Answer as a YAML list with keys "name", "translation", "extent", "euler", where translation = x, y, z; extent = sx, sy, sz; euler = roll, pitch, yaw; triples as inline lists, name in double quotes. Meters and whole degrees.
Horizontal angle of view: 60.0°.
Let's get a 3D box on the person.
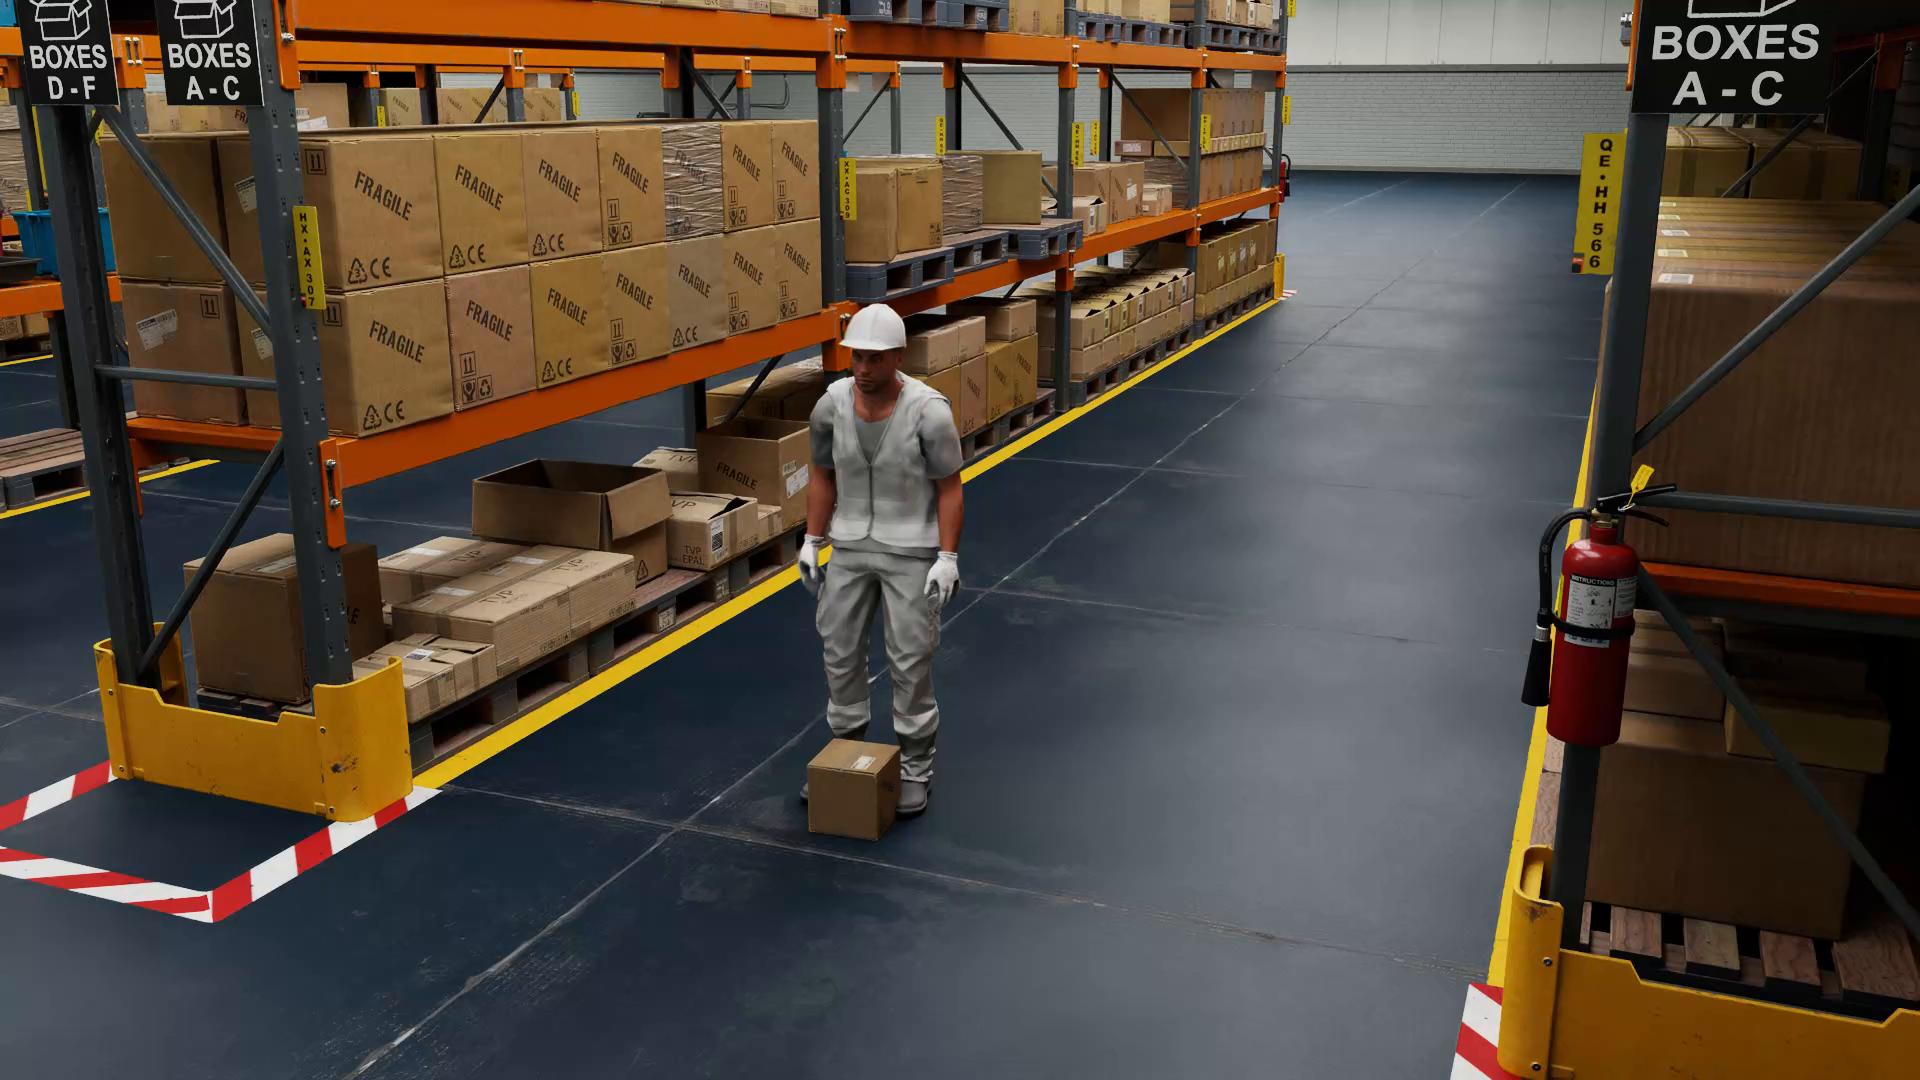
- name: "person"
  translation: [-0.281, 0.066, 5.752]
  extent: [0.603, 1.778, 0.451]
  euler: [6, 16, 20]
